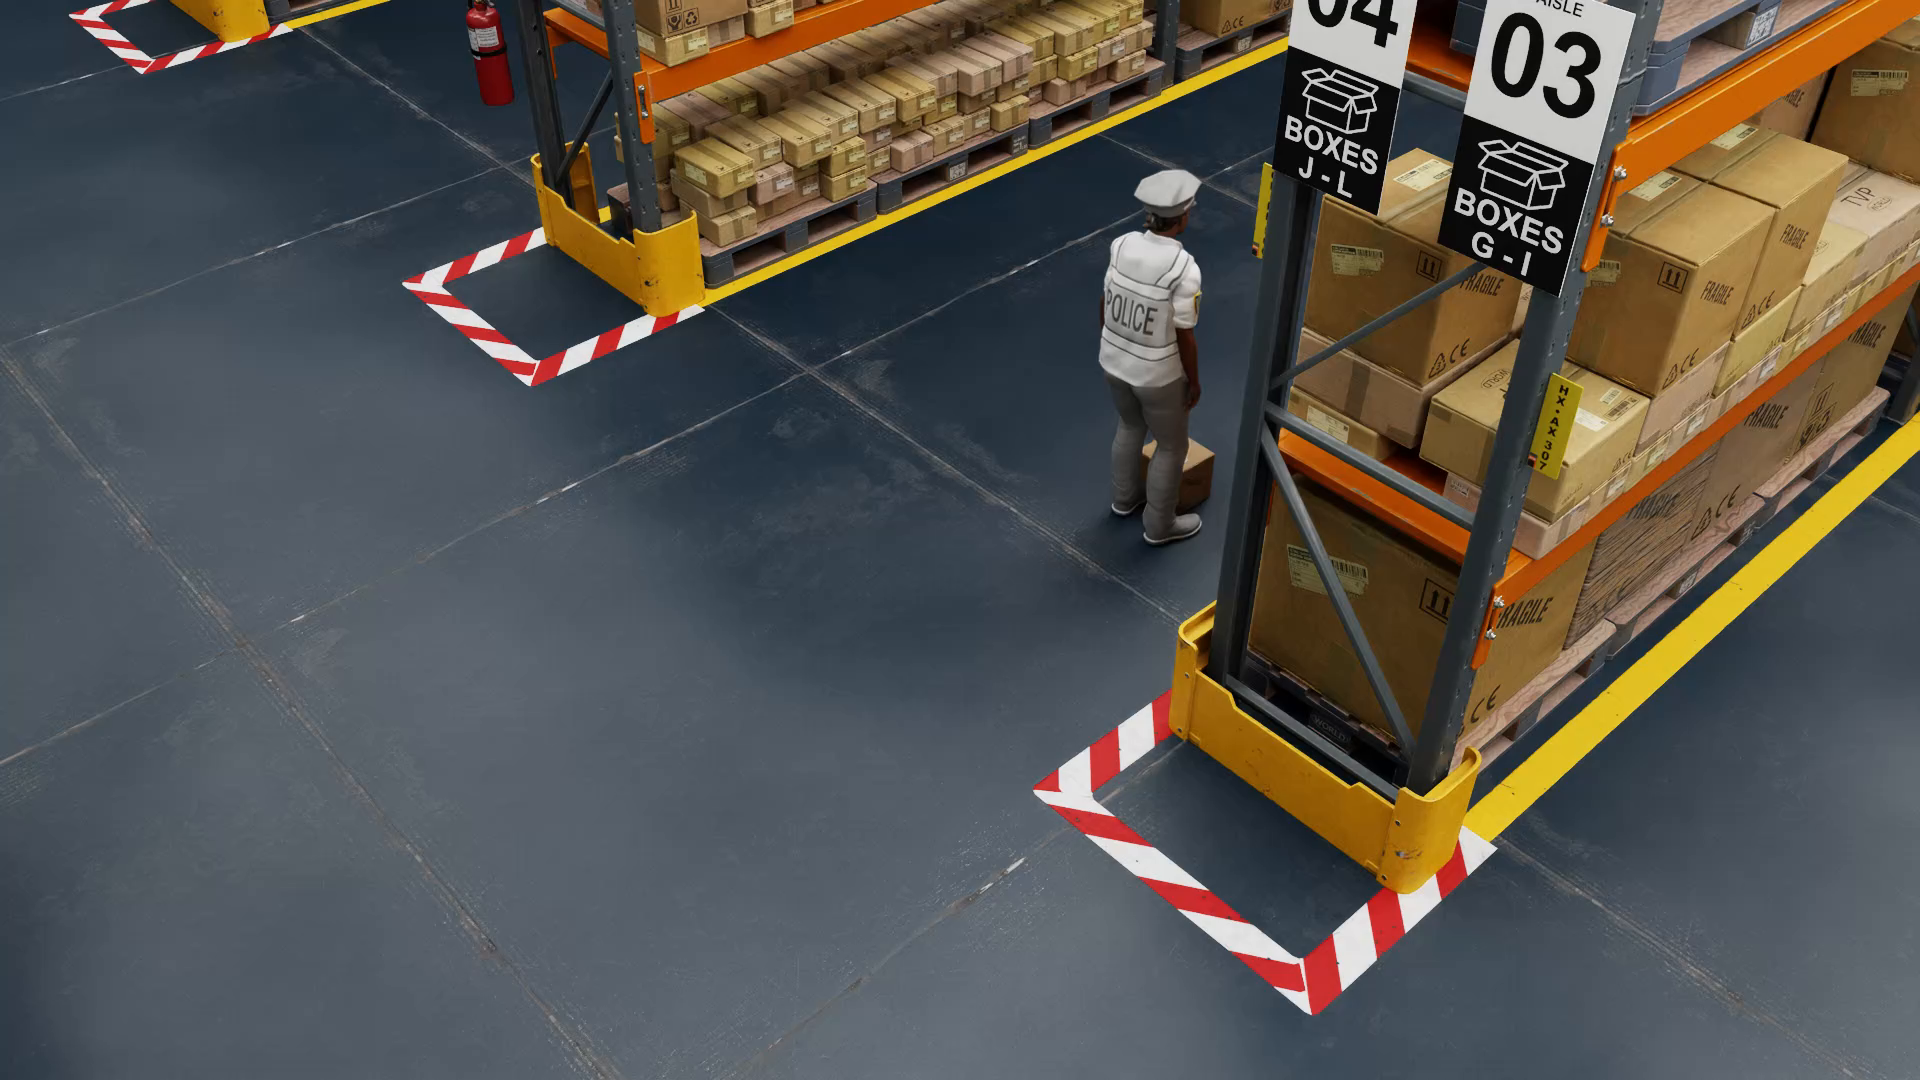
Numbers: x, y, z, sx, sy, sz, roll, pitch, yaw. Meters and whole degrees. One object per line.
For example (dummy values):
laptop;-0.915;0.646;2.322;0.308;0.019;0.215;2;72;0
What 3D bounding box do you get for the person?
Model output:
person;0.823;-0.742;7.039;0.526;1.658;0.427;32;49;32
